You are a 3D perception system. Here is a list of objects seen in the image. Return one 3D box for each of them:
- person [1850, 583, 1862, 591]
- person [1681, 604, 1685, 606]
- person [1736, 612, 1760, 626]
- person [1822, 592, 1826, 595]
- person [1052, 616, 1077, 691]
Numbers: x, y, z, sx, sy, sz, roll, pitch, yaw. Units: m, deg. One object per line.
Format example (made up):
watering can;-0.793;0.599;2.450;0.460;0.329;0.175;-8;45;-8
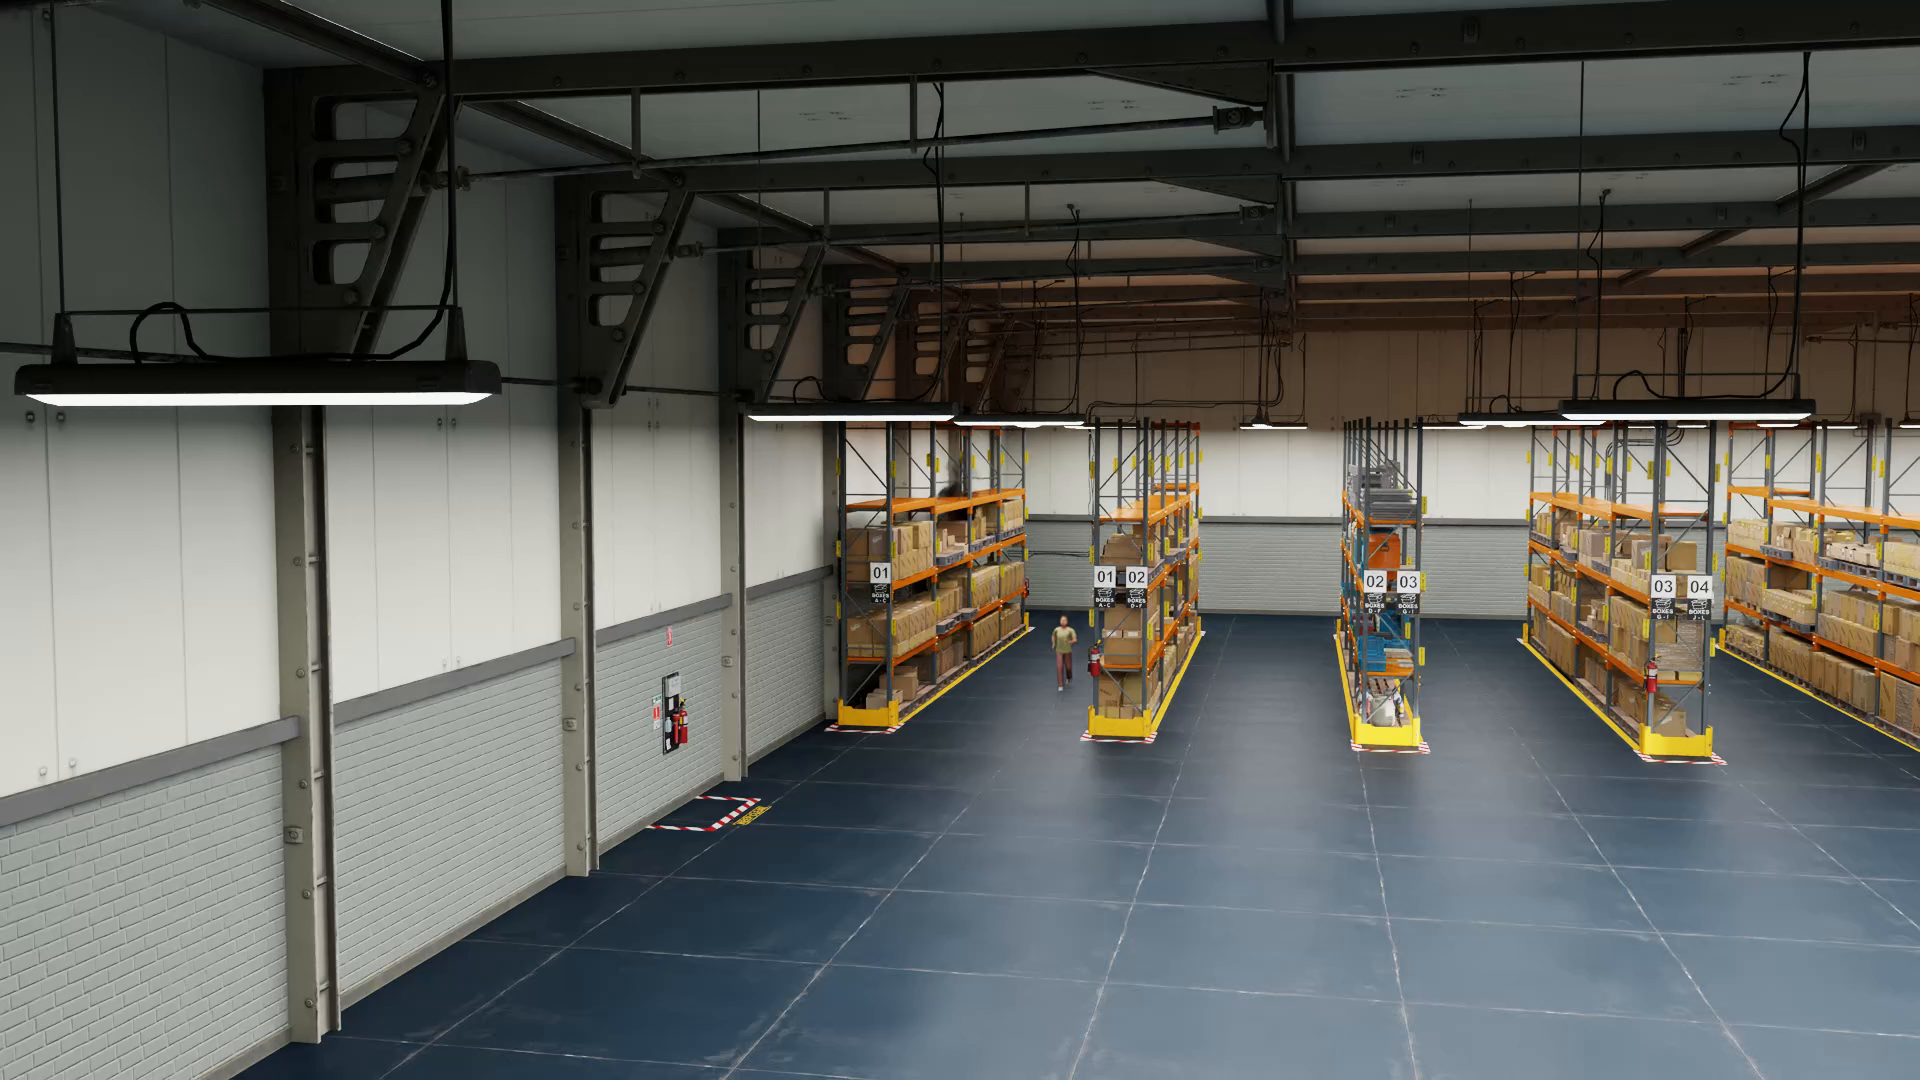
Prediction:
person;24.106;1.947;44.740;0.748;1.803;0.687;1;4;14
person;19.253;2.001;44.837;0.693;1.663;0.668;-3;5;-40
person;21.323;1.911;44.908;0.876;1.844;0.643;0;4;0
person;22.169;2.143;42.800;0.572;1.605;0.581;0;4;-1
person;2.302;2.493;36.890;0.586;1.645;0.914;1;4;10
